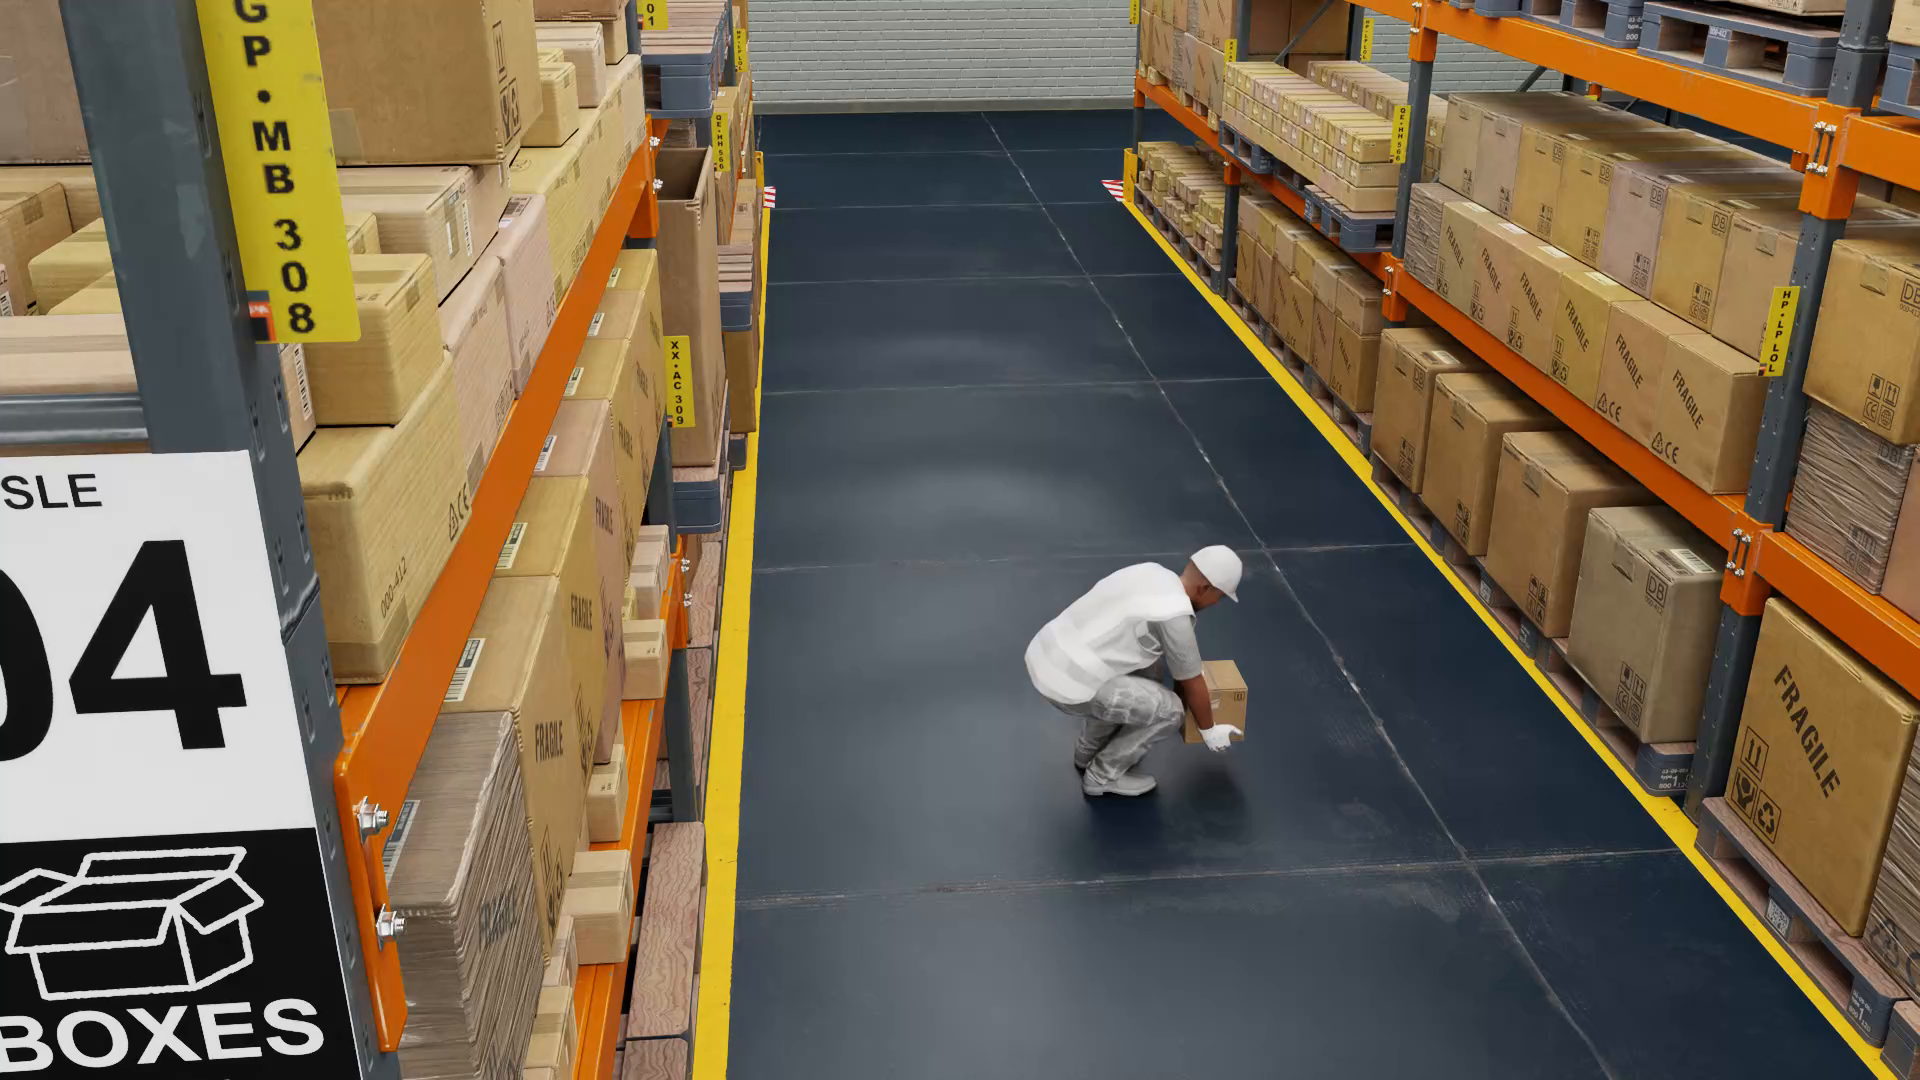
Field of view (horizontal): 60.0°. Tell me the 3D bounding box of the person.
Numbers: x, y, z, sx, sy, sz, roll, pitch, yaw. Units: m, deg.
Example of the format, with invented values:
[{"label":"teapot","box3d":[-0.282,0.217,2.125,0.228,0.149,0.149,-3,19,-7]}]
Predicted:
[{"label":"person","box3d":[0.714,0.521,6.859,0.891,1.008,0.550,-3,24,-6]}]
